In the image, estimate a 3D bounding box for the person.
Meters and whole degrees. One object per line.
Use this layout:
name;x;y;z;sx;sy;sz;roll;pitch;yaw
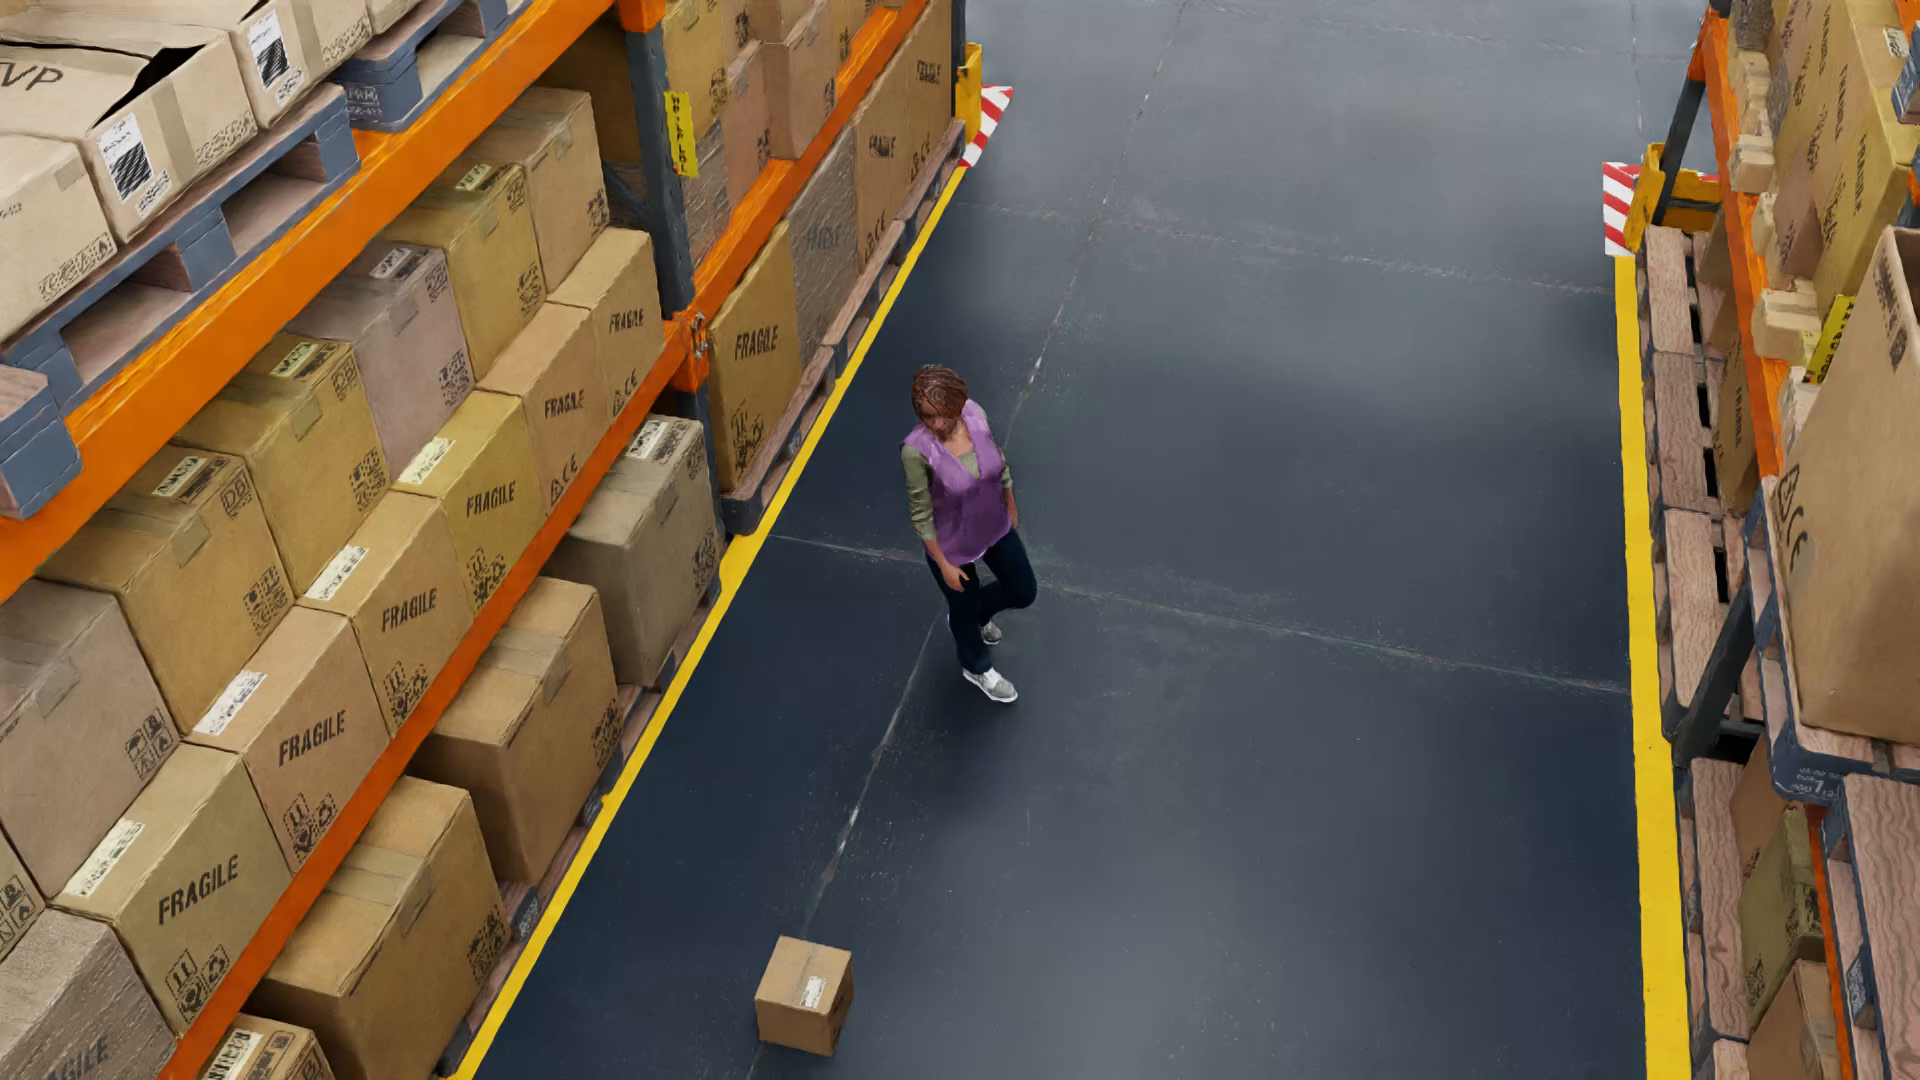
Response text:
person;0.028;-0.006;6.182;0.499;1.579;0.404;-31;50;-30
